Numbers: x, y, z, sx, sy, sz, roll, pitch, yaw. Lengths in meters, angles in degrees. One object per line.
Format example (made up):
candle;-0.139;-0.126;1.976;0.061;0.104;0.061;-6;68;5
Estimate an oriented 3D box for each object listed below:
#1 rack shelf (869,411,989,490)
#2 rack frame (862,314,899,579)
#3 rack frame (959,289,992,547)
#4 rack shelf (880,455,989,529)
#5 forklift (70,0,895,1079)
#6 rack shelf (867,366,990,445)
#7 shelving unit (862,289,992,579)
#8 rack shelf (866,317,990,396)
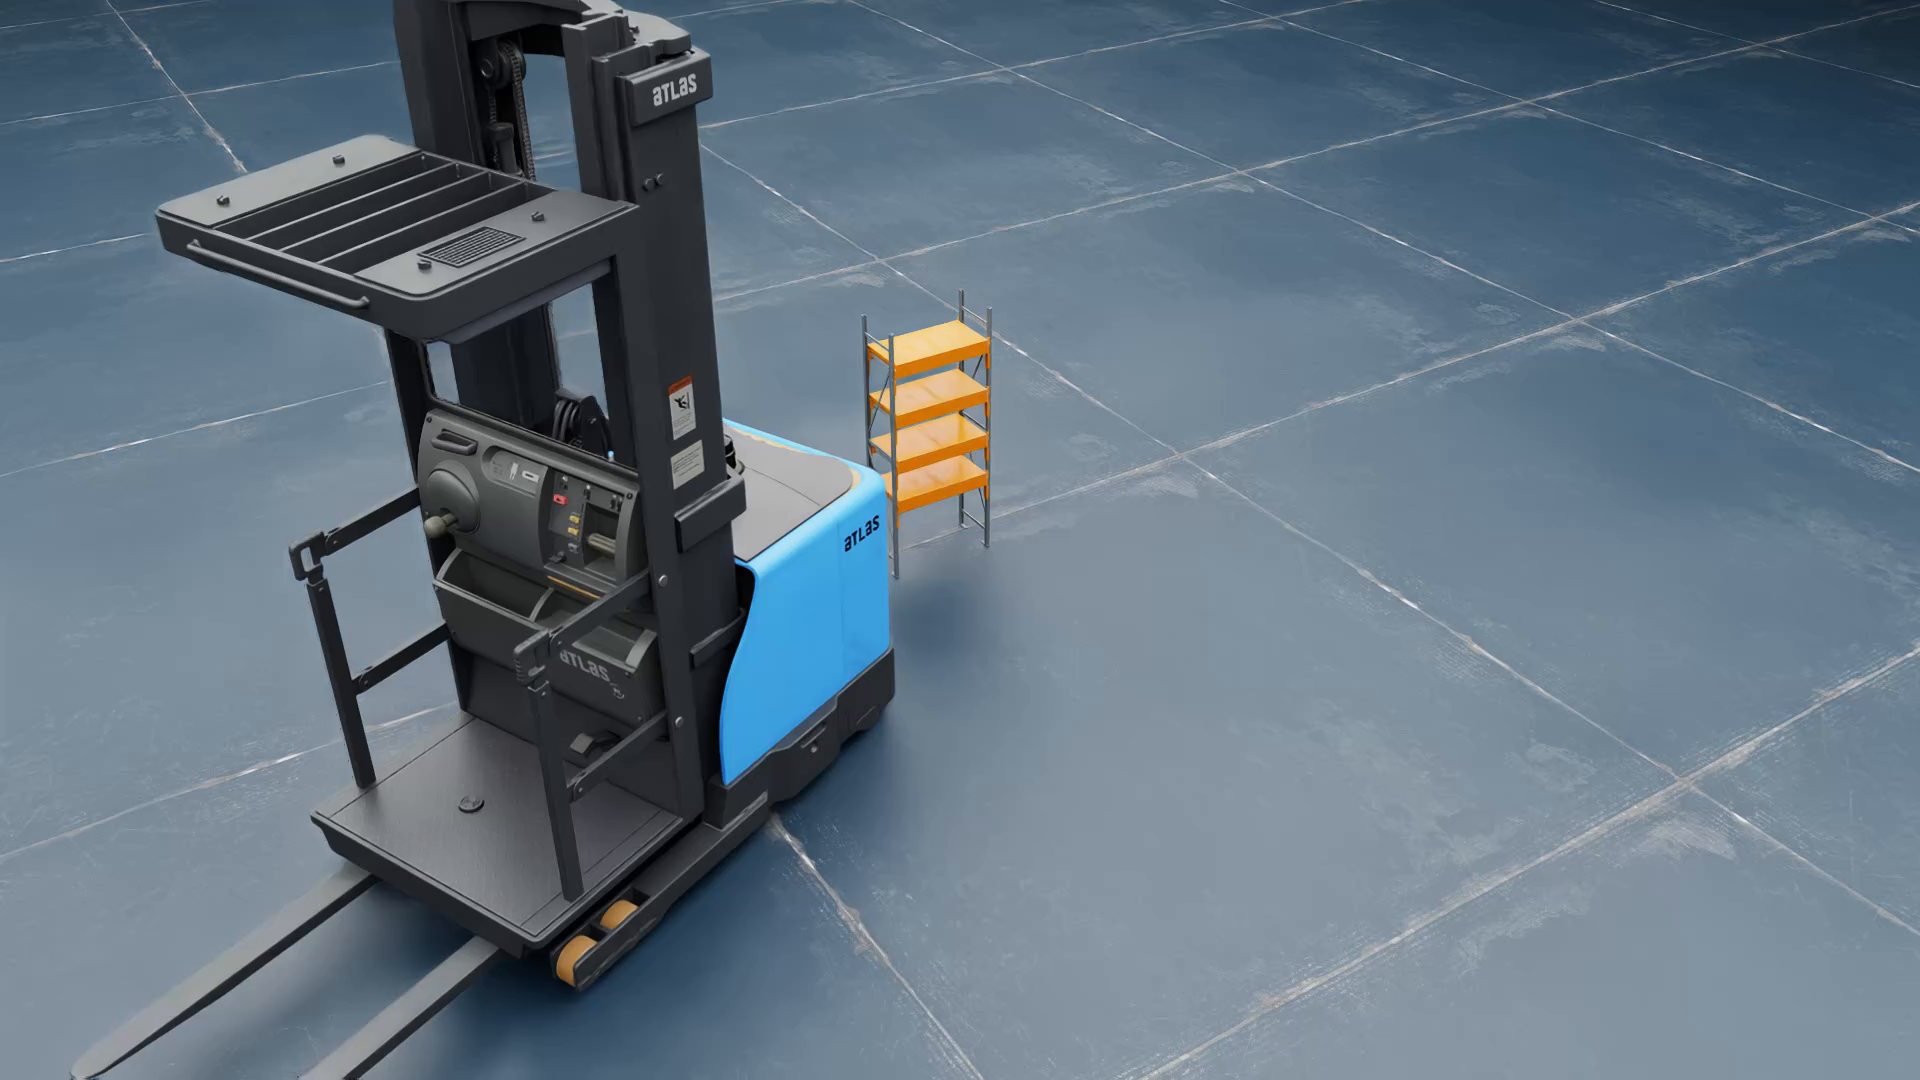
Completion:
rack shelf;-0.139;-0.403;7.390;0.480;0.148;0.258;-19;37;-27
rack frame;-0.344;-0.389;7.242;0.015;1.200;0.240;-19;37;-27
rack frame;0.066;-0.530;7.466;0.015;1.200;0.240;-19;37;-27
rack shelf;-0.139;-0.235;7.496;0.480;0.148;0.258;-19;37;-27
forklift;-1.492;-0.068;5.110;1.130;2.935;3.031;19;37;28
rack shelf;-0.139;-0.592;7.271;0.480;0.148;0.258;-19;37;-27
shelving unit;-0.139;-0.460;7.354;0.503;1.200;0.258;-19;37;-27
rack shelf;-0.139;-0.792;7.144;0.480;0.148;0.258;-19;37;-27
